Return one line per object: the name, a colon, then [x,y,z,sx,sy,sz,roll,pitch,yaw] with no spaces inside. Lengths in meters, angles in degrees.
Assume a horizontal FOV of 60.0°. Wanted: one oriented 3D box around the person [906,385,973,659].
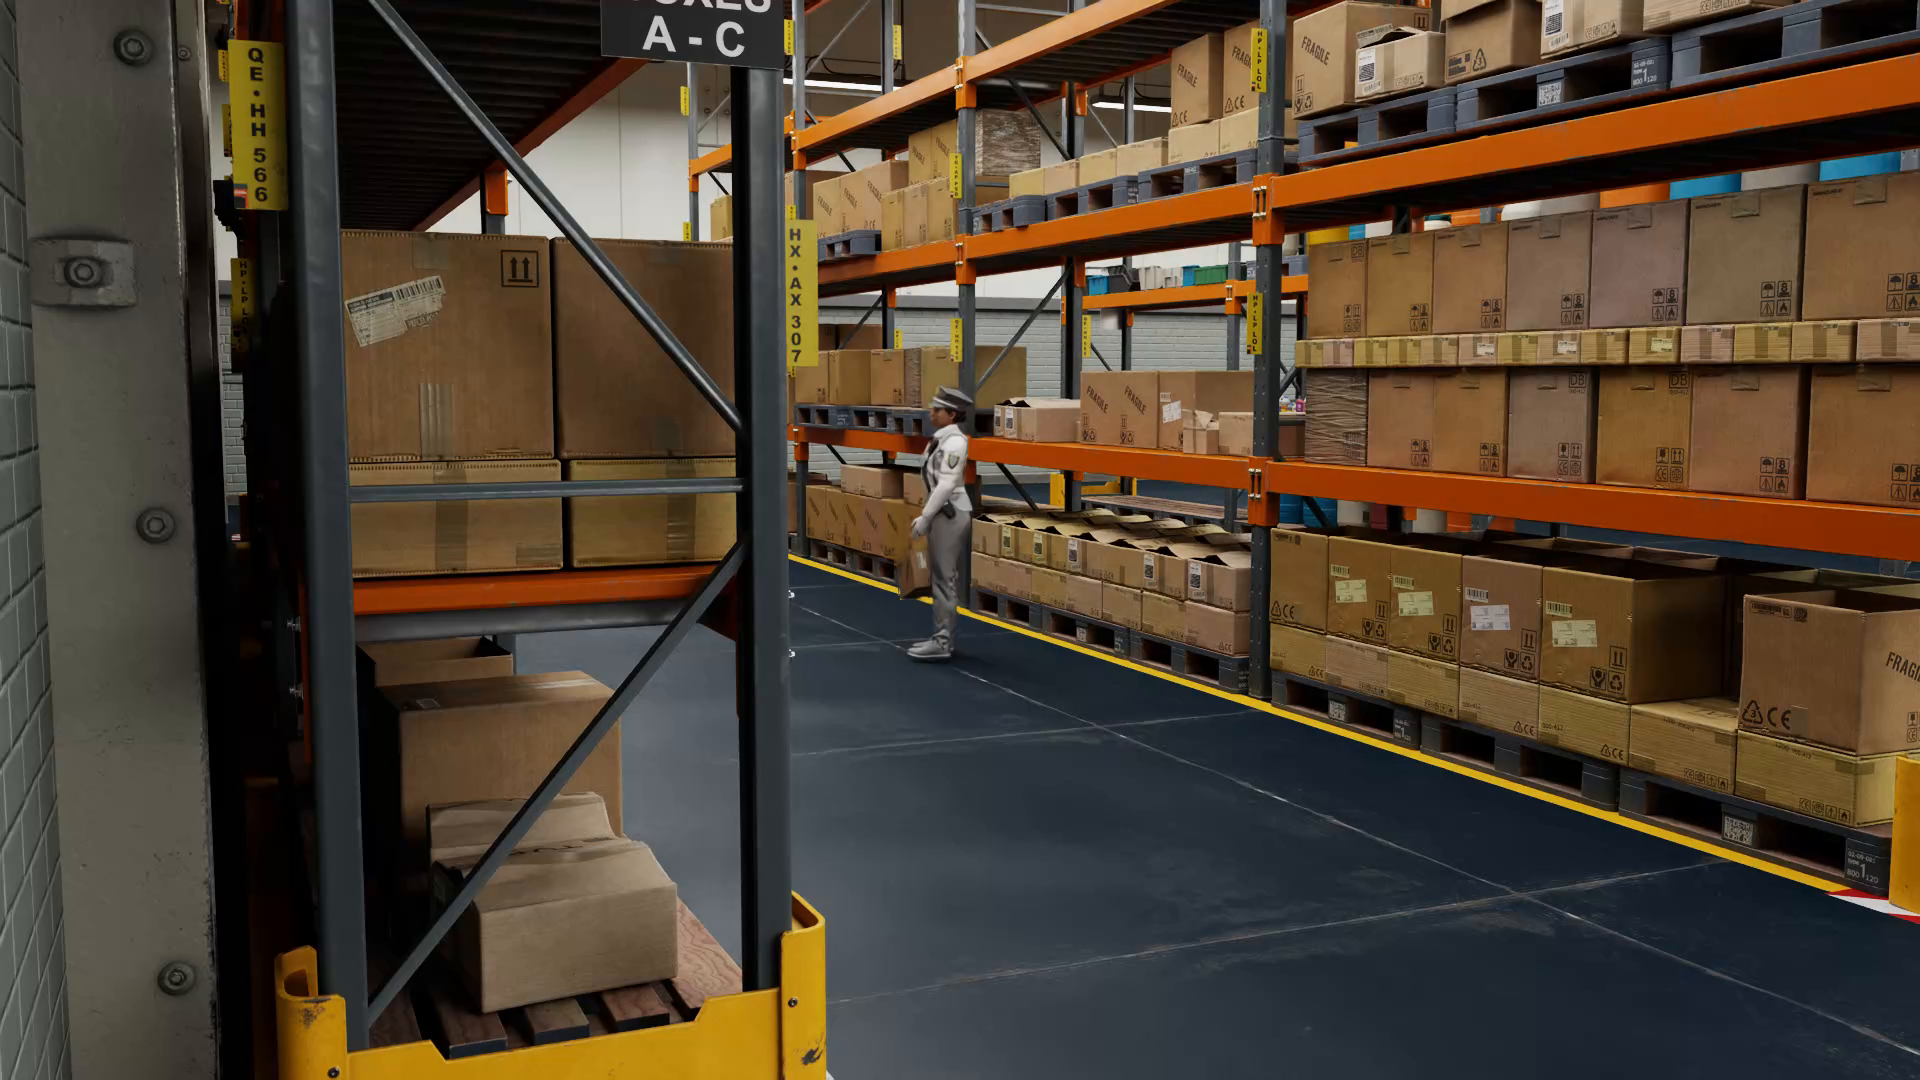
person: [-0.139,-0.110,10.322,0.415,1.697,0.534,-1,6,-9]
